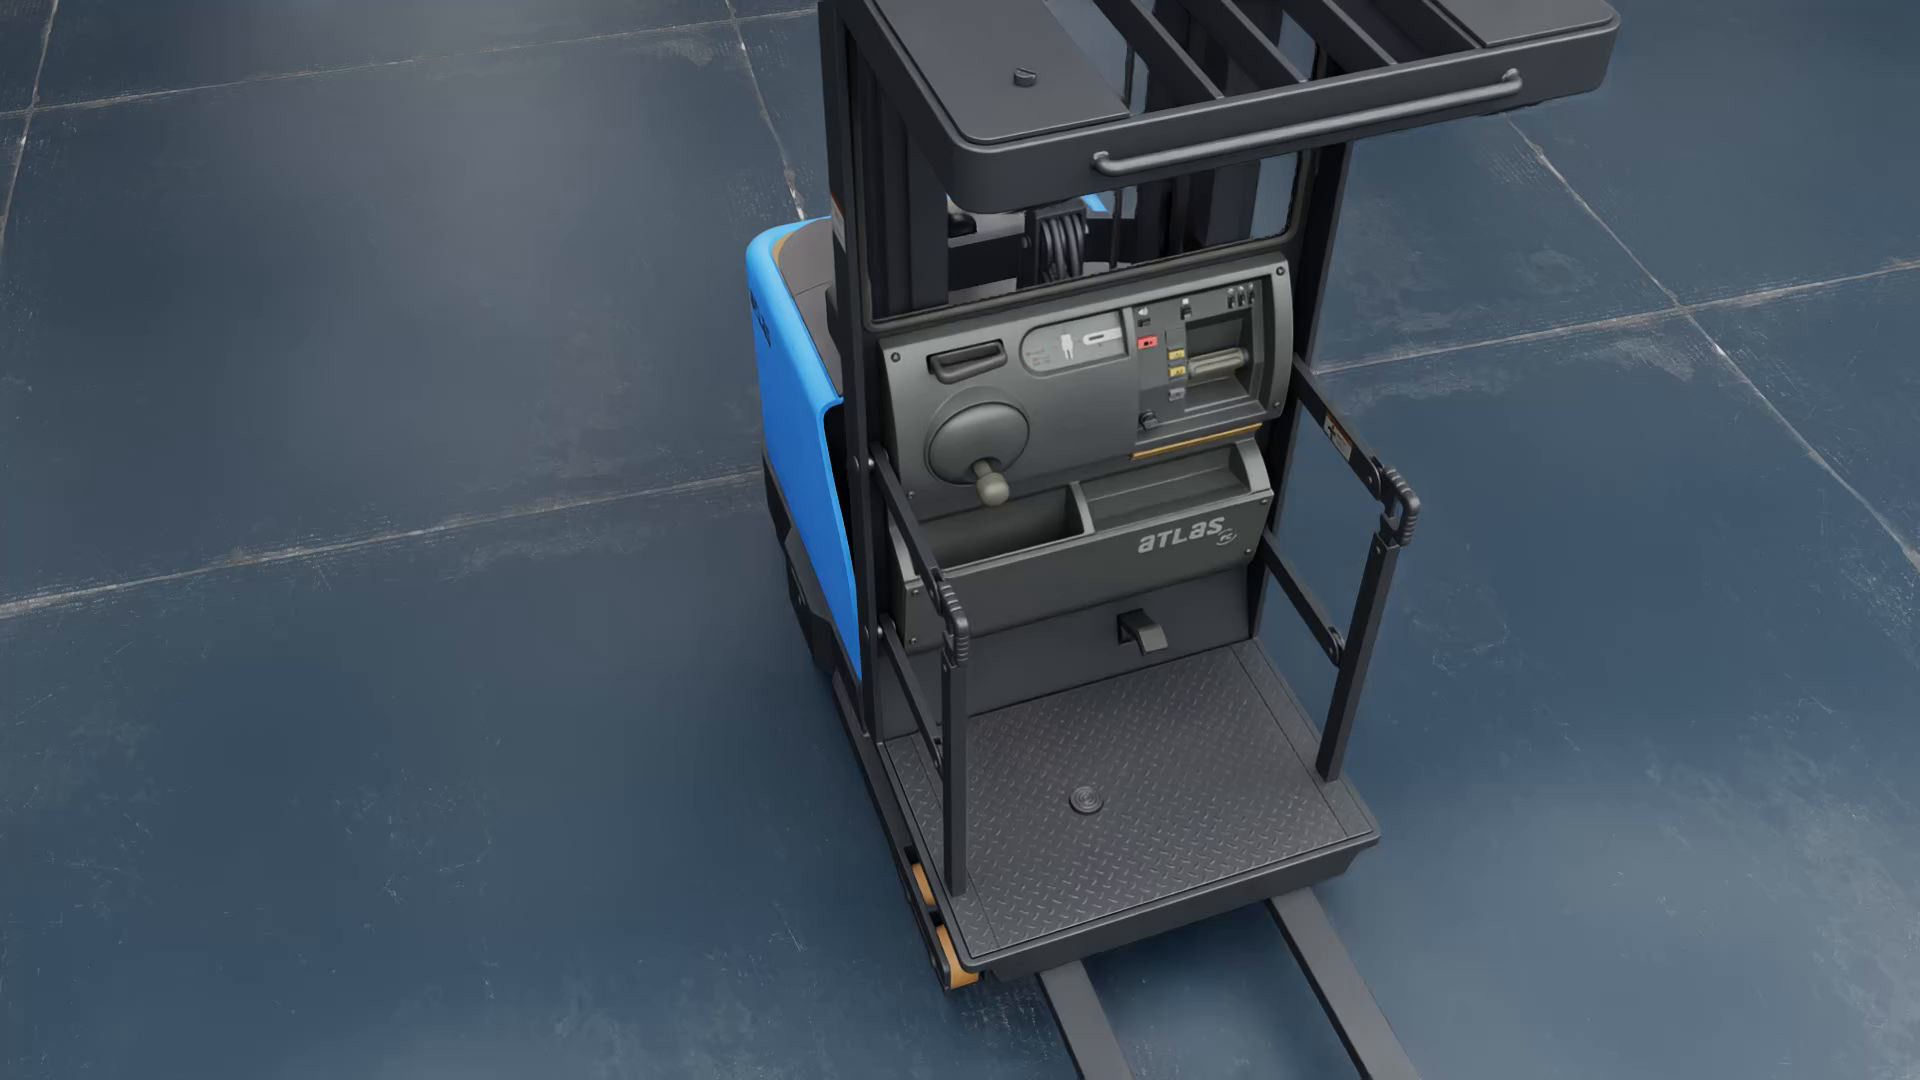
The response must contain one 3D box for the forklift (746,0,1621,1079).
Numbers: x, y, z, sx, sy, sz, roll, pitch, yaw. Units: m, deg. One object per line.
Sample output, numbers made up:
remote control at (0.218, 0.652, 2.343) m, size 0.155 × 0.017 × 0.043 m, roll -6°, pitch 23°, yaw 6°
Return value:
forklift at (0.364, -0.249, 3.442) m, size 1.130 × 2.935 × 3.031 m, roll -14°, pitch 47°, yaw -14°
